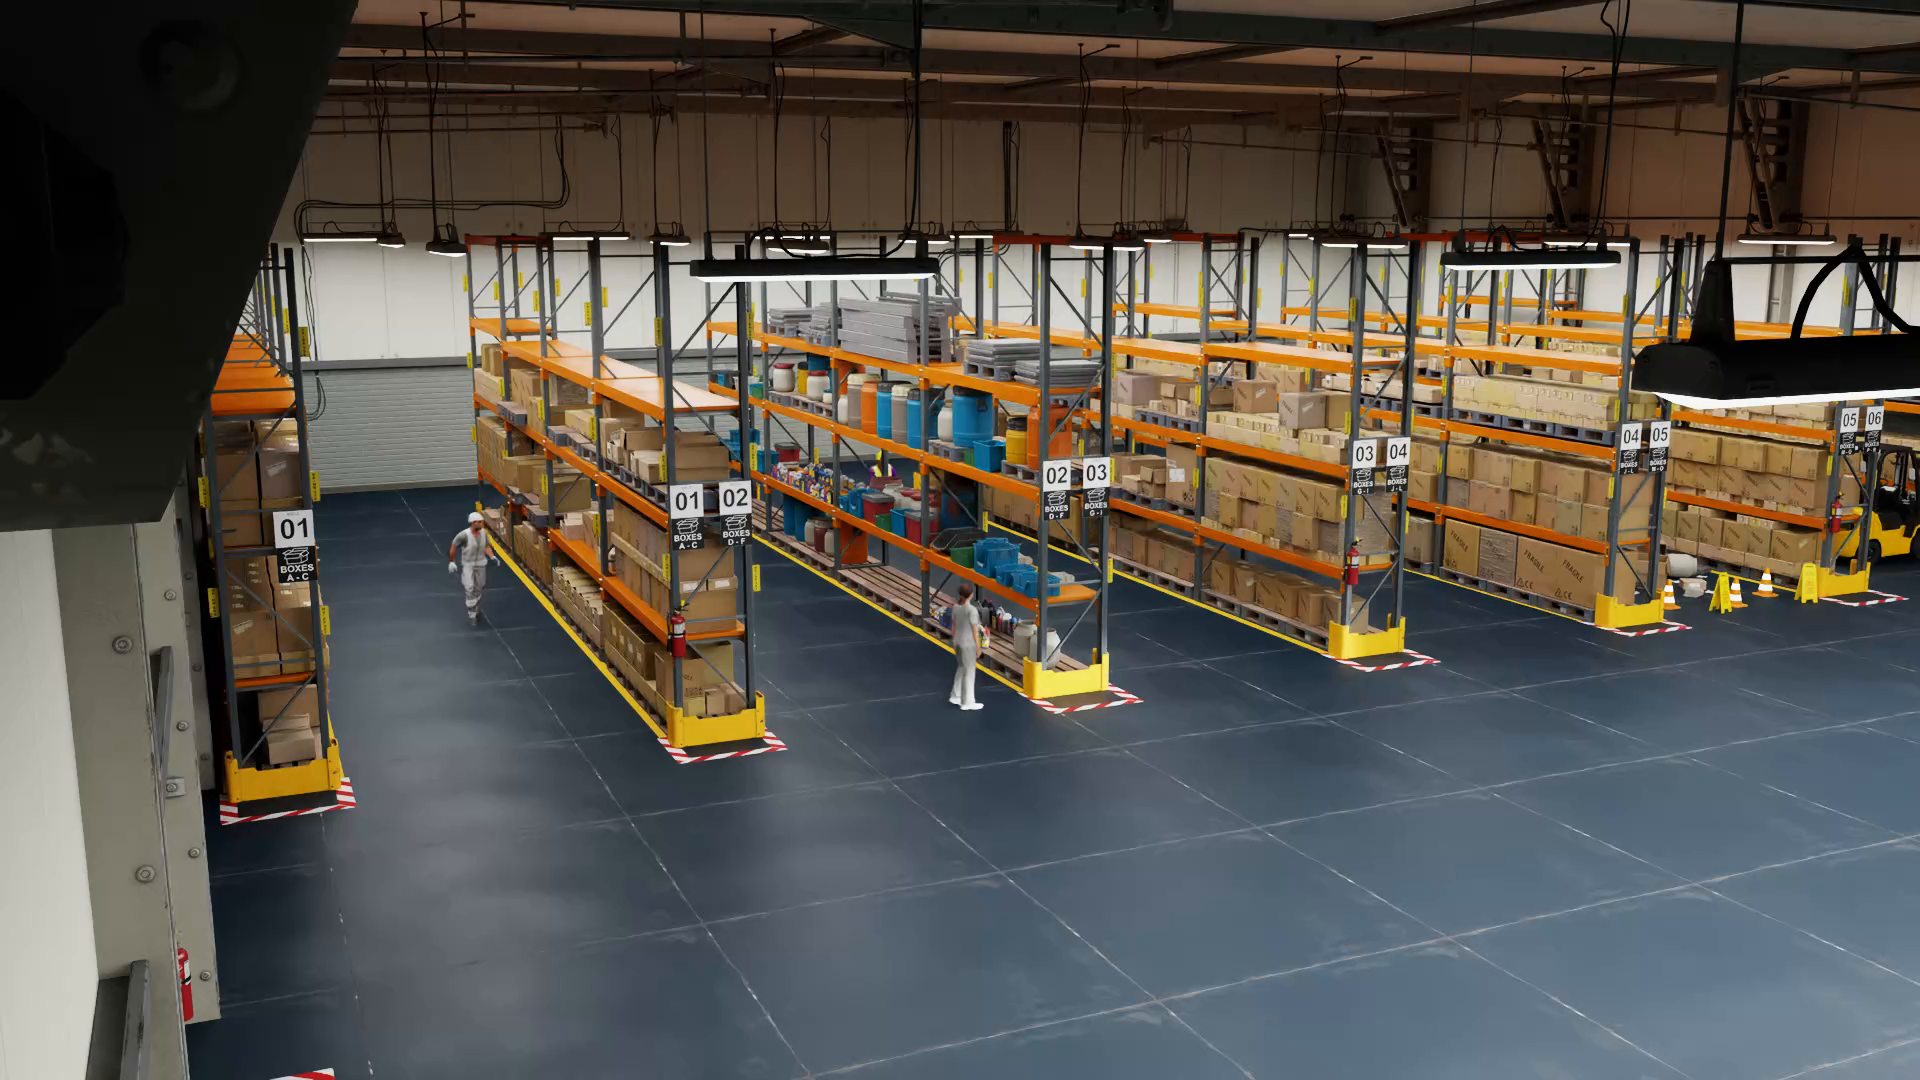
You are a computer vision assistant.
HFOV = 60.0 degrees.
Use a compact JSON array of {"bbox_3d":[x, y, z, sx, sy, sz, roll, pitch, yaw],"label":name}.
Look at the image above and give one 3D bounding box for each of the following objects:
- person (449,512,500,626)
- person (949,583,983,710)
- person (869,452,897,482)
[{"bbox_3d":[-7.730,0.446,26.444,0.767,1.807,0.877,-5,12,-23],"label":"person"},{"bbox_3d":[0.093,1.399,21.661,0.344,1.712,0.526,-8,13,-35],"label":"person"},{"bbox_3d":[-1.458,-0.905,33.233,0.735,1.741,0.846,-6,12,-27],"label":"person"}]
